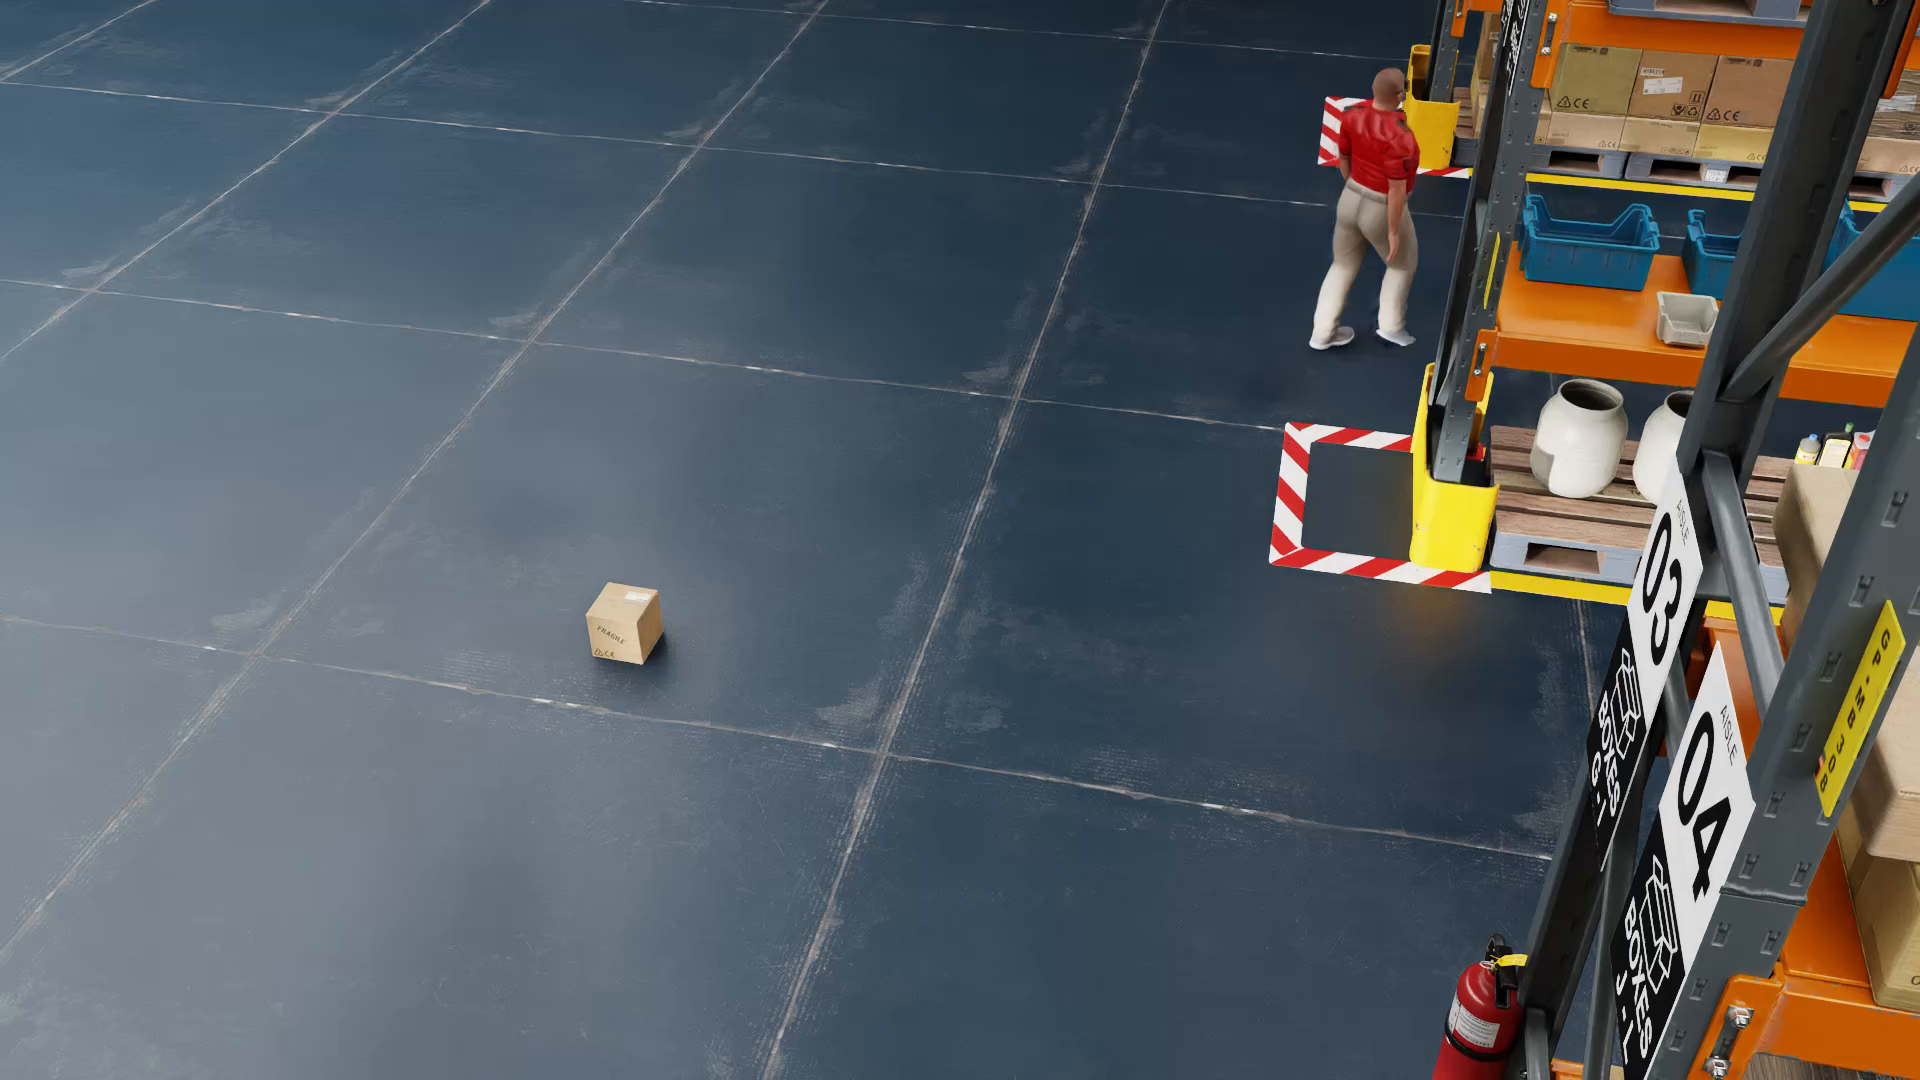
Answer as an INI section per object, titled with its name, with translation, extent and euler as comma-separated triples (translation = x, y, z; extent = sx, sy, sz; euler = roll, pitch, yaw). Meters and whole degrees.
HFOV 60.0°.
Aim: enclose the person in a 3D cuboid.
[person]
translation = 2.411, -1.867, 9.559
extent = 0.681, 1.792, 0.579
euler = -25, 43, -30
